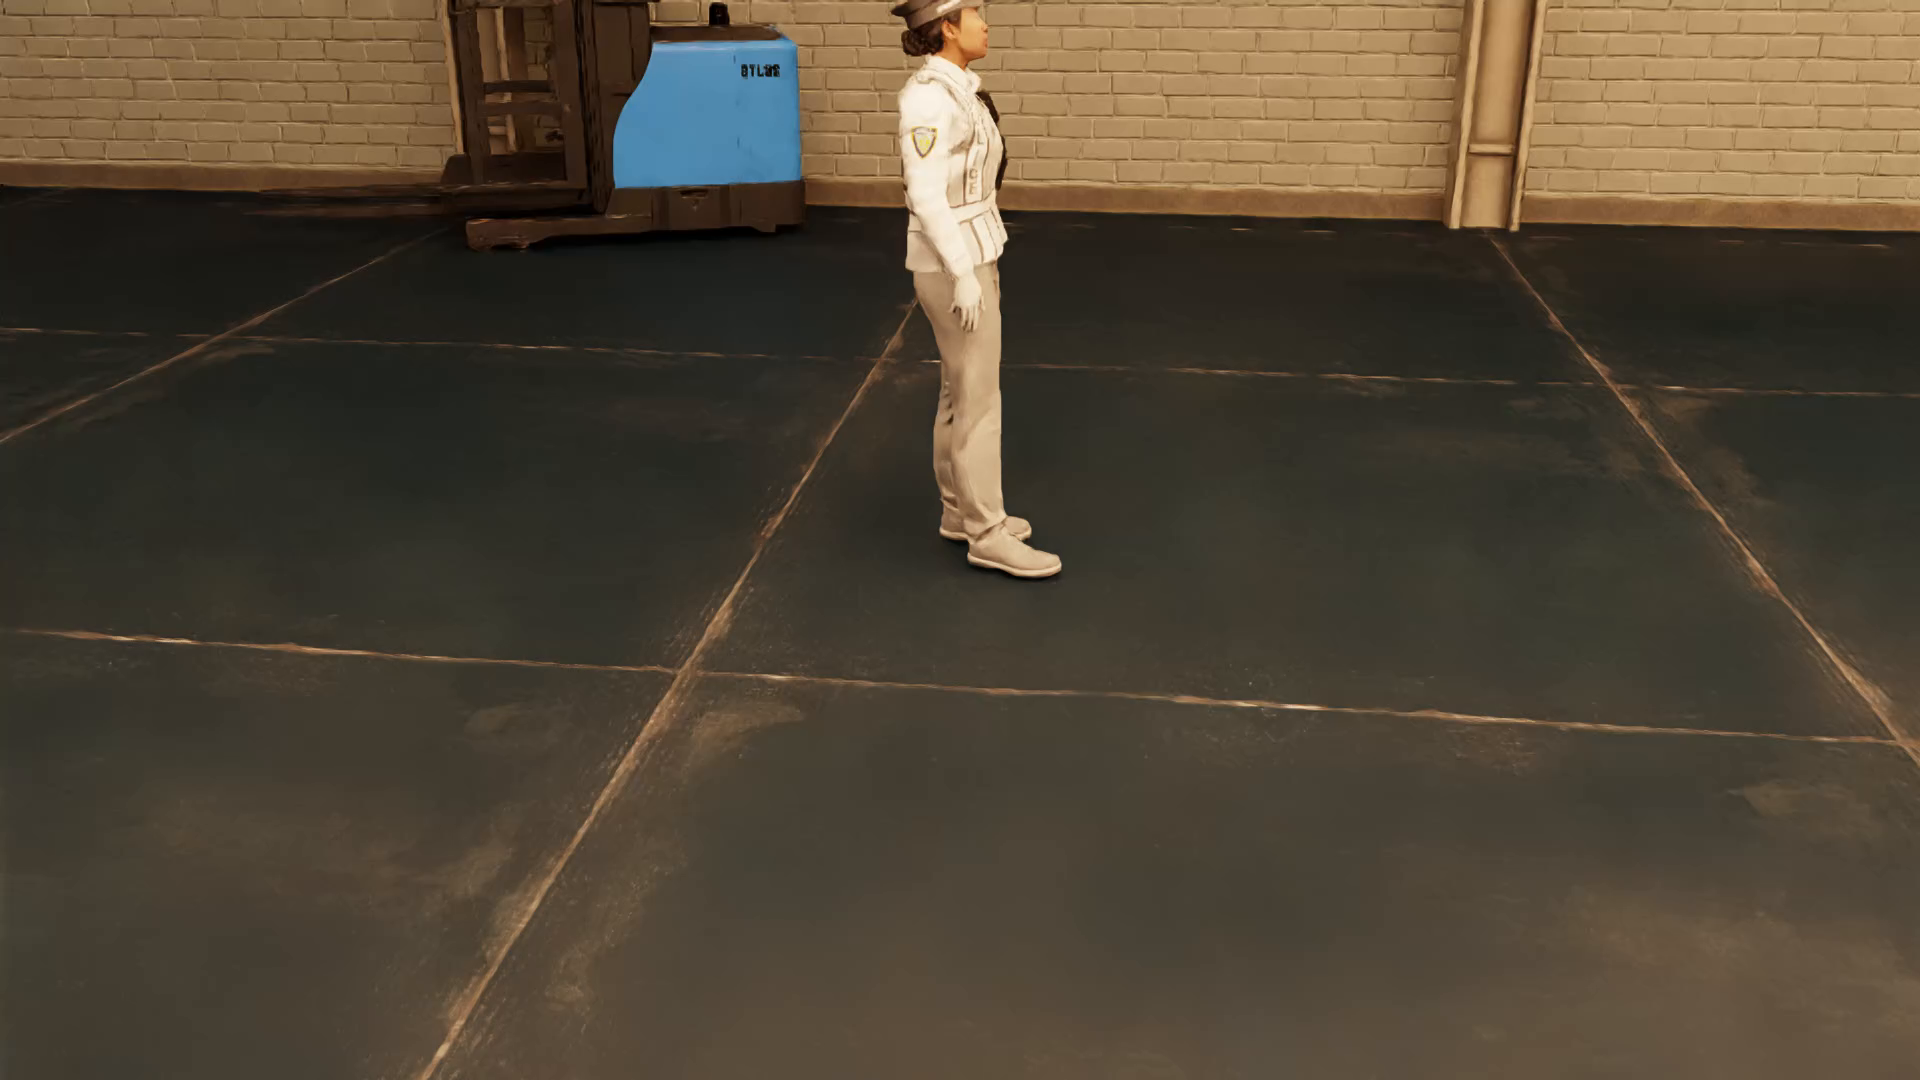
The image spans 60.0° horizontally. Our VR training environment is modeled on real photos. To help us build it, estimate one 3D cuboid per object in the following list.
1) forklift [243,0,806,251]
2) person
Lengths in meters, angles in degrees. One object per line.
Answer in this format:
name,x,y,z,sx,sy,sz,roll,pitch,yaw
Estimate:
forklift,-2.457,-3.160,9.101,3.031,2.935,1.130,-5,22,-12
person,0.066,-0.787,4.843,0.533,1.695,0.586,3,22,7
